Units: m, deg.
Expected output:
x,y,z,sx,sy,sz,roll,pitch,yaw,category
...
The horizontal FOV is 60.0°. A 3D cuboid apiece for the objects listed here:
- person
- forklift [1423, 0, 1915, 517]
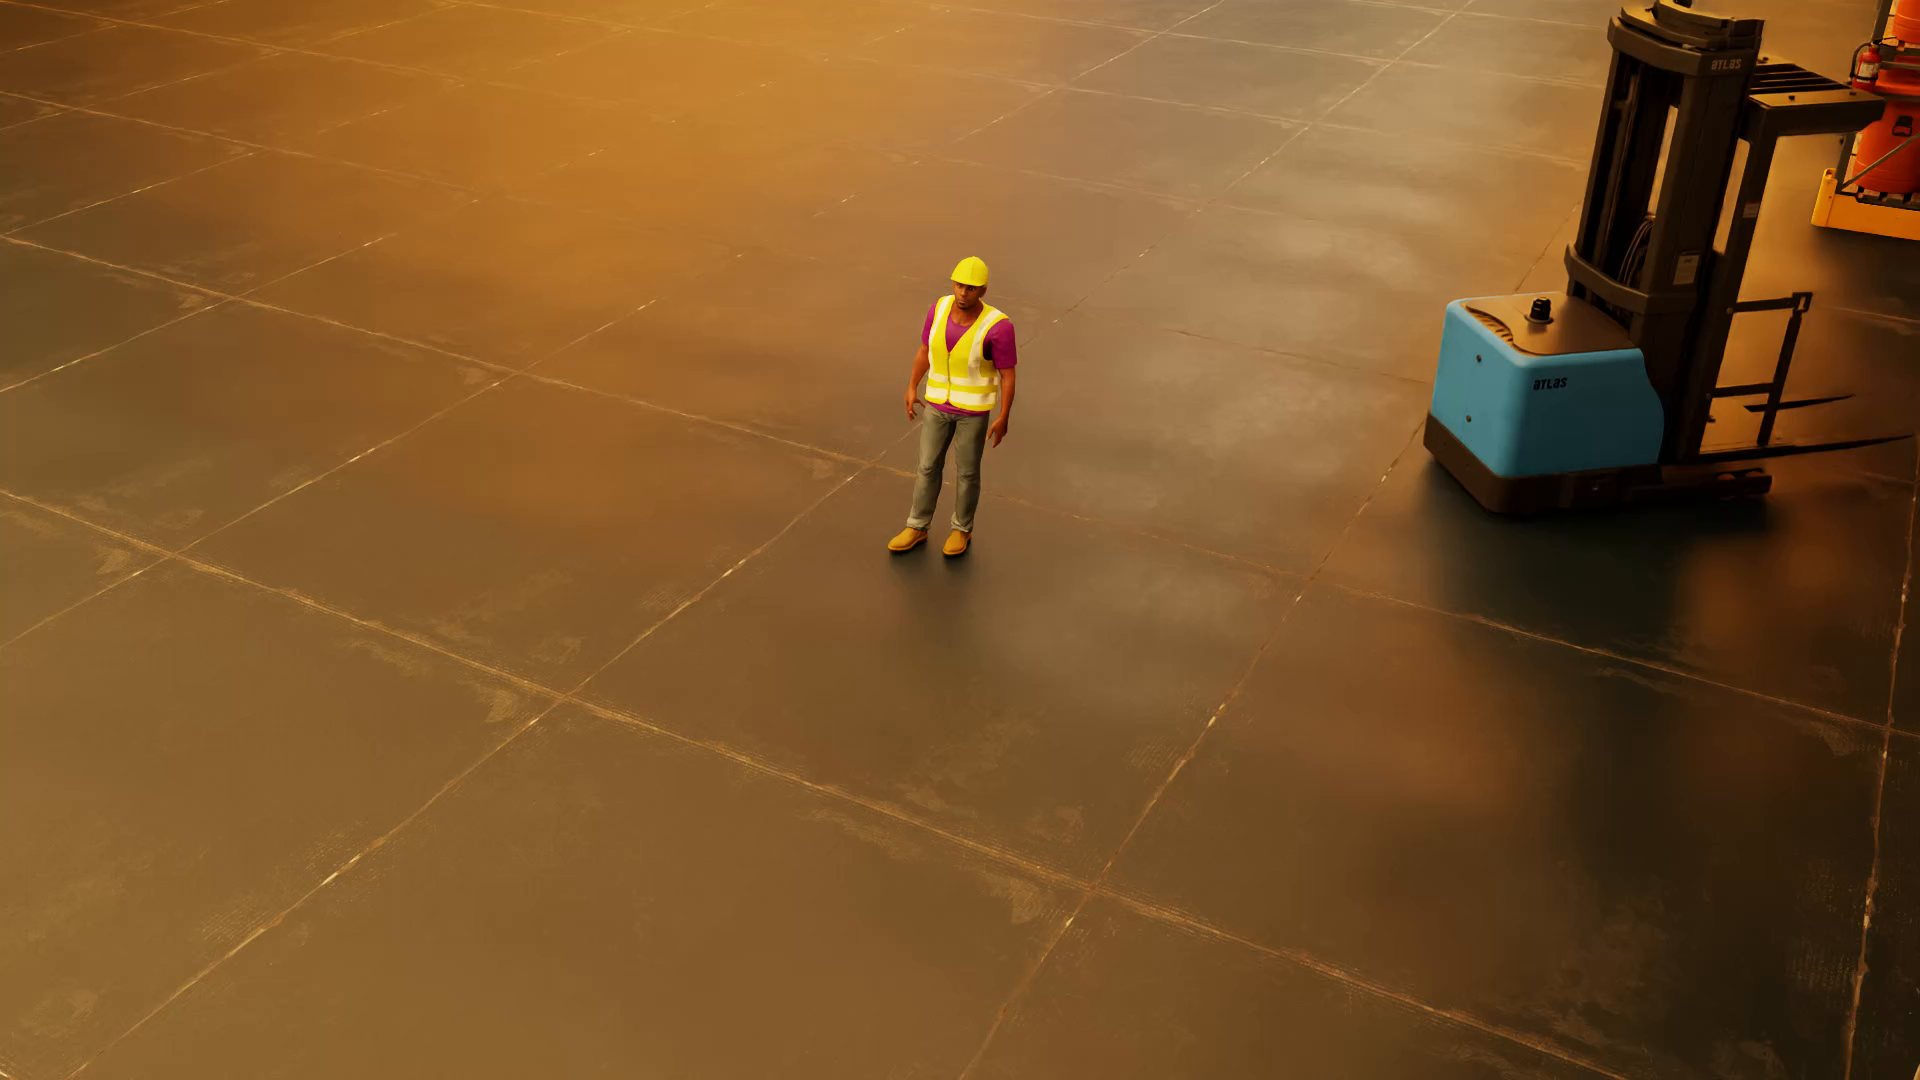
x,y,z,sx,sy,sz,roll,pitch,yaw,category
-0.038,-0.741,9.507,0.666,1.768,0.575,15,33,25,person
4.618,-1.769,10.136,3.031,2.935,1.130,-6,31,-10,forklift
